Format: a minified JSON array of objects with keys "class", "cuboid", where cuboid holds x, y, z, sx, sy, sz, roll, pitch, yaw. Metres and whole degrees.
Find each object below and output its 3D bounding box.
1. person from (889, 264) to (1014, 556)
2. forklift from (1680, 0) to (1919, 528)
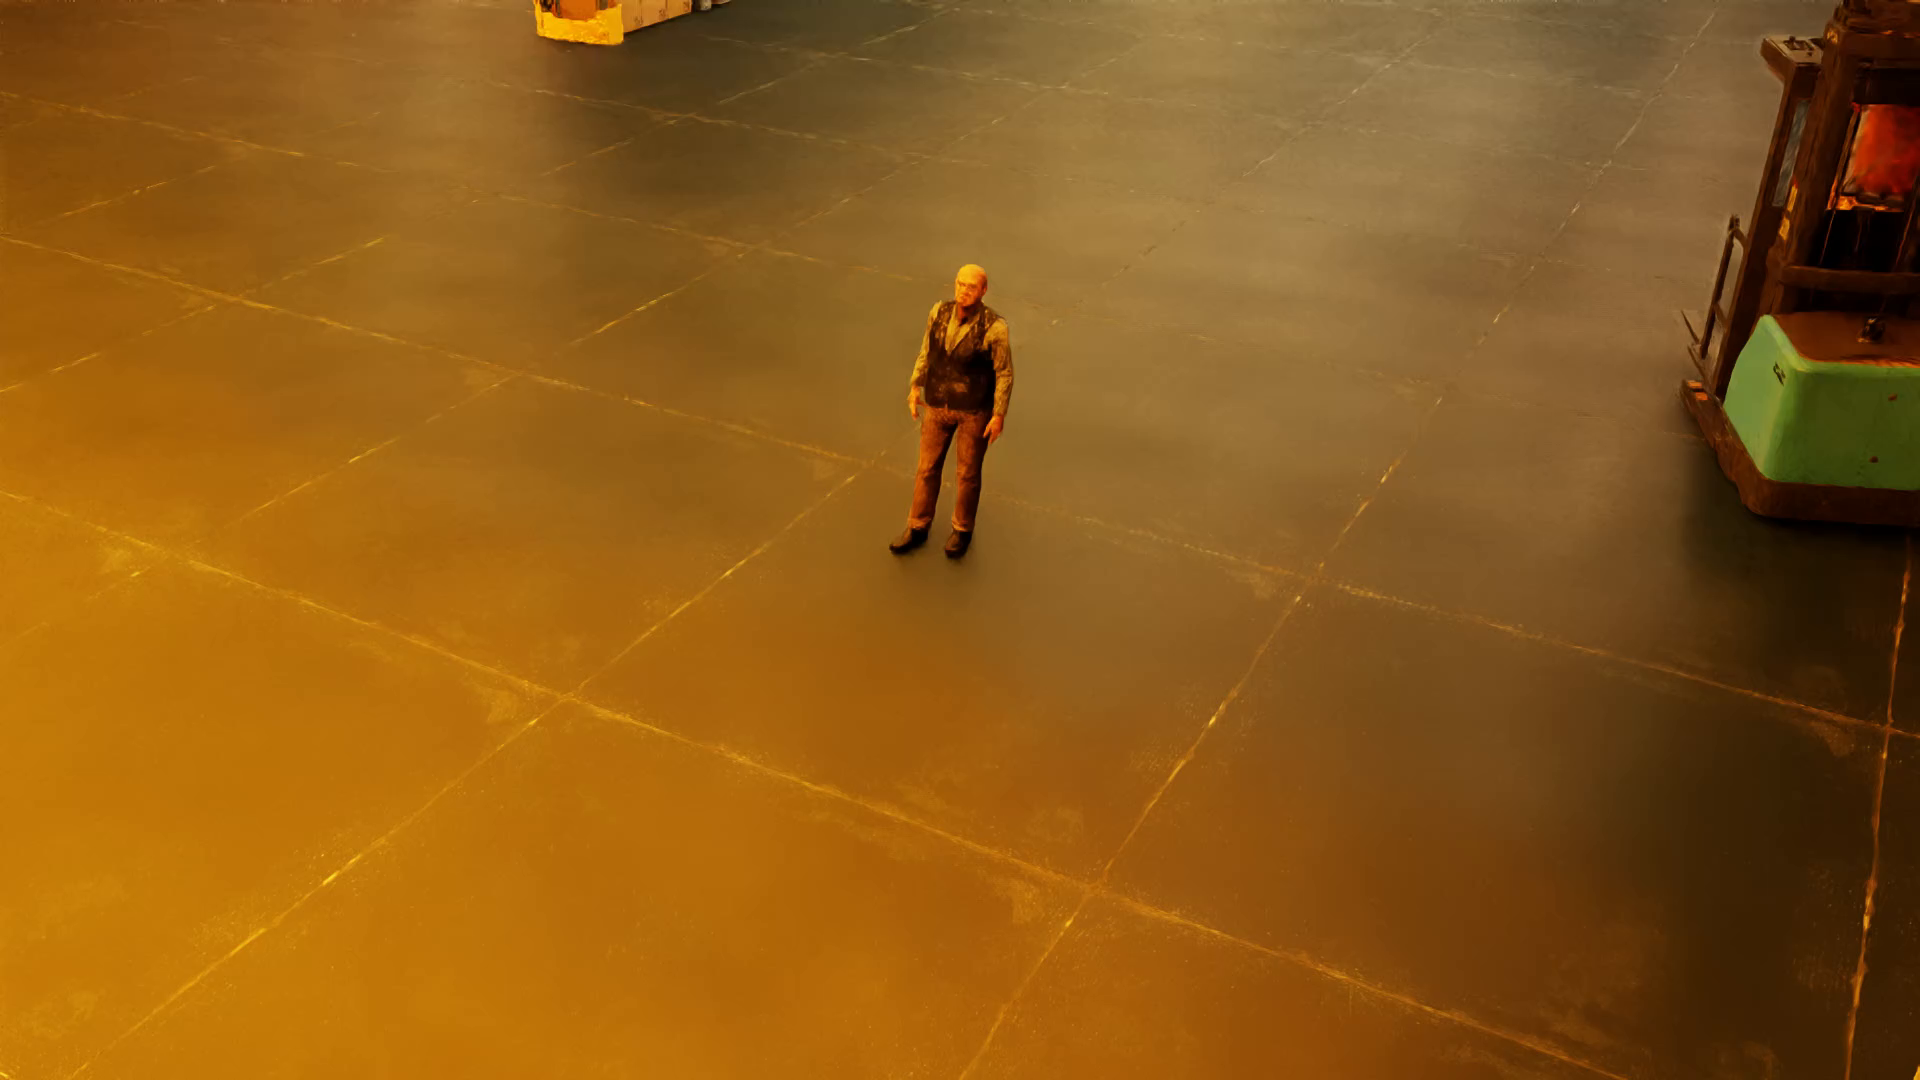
[{"class":"person","cuboid":[-0.037,-0.726,9.525,0.632,1.720,0.567,15,33,25]},{"class":"forklift","cuboid":[5.574,-2.058,10.637,1.130,2.935,3.031,4,30,8]}]
